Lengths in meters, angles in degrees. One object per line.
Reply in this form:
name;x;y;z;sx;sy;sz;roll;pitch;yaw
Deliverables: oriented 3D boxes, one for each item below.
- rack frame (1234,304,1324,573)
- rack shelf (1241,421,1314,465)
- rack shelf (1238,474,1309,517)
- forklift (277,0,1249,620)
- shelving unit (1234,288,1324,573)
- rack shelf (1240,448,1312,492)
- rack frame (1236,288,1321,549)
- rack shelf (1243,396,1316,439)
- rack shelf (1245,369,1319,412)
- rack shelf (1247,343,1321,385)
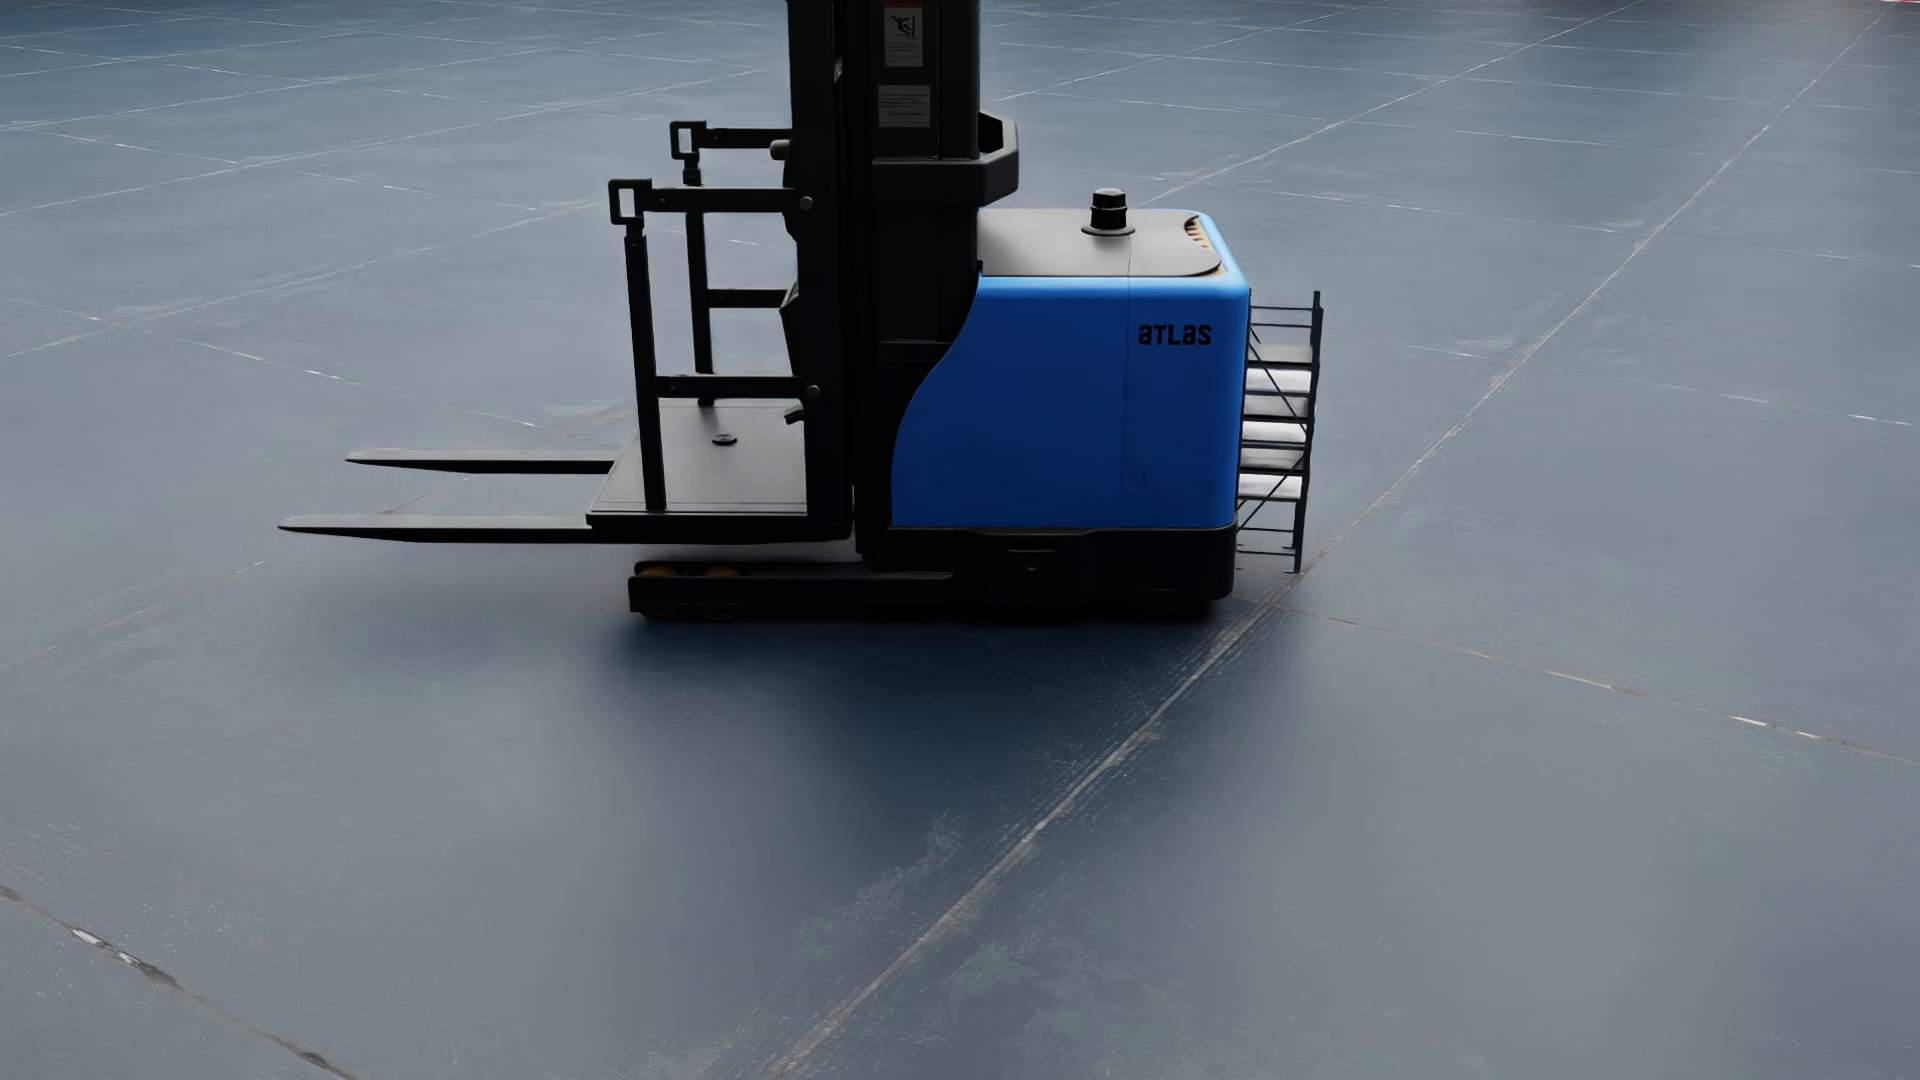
rack frame;1.006;-0.312;5.336;0.240;0.900;0.006;4;23;8
rack shelf;1.021;-0.321;5.442;0.258;0.077;0.200;4;23;8
rack shelf;1.021;-0.156;5.513;0.258;0.077;0.200;4;23;8
forklift;-0.653;-1.306;5.076;3.031;2.935;1.130;0;23;1
shelving unit;1.021;-0.352;5.429;0.258;0.900;0.210;4;23;8
rack shelf;1.021;-0.238;5.477;0.258;0.077;0.200;4;23;8
rack frame;1.037;-0.391;5.521;0.240;0.900;0.006;4;23;8
rack shelf;1.021;-0.404;5.406;0.258;0.077;0.200;4;23;8
rack shelf;1.021;-0.486;5.371;0.258;0.077;0.200;4;23;8
rack shelf;1.021;-0.569;5.335;0.258;0.077;0.200;4;23;8
